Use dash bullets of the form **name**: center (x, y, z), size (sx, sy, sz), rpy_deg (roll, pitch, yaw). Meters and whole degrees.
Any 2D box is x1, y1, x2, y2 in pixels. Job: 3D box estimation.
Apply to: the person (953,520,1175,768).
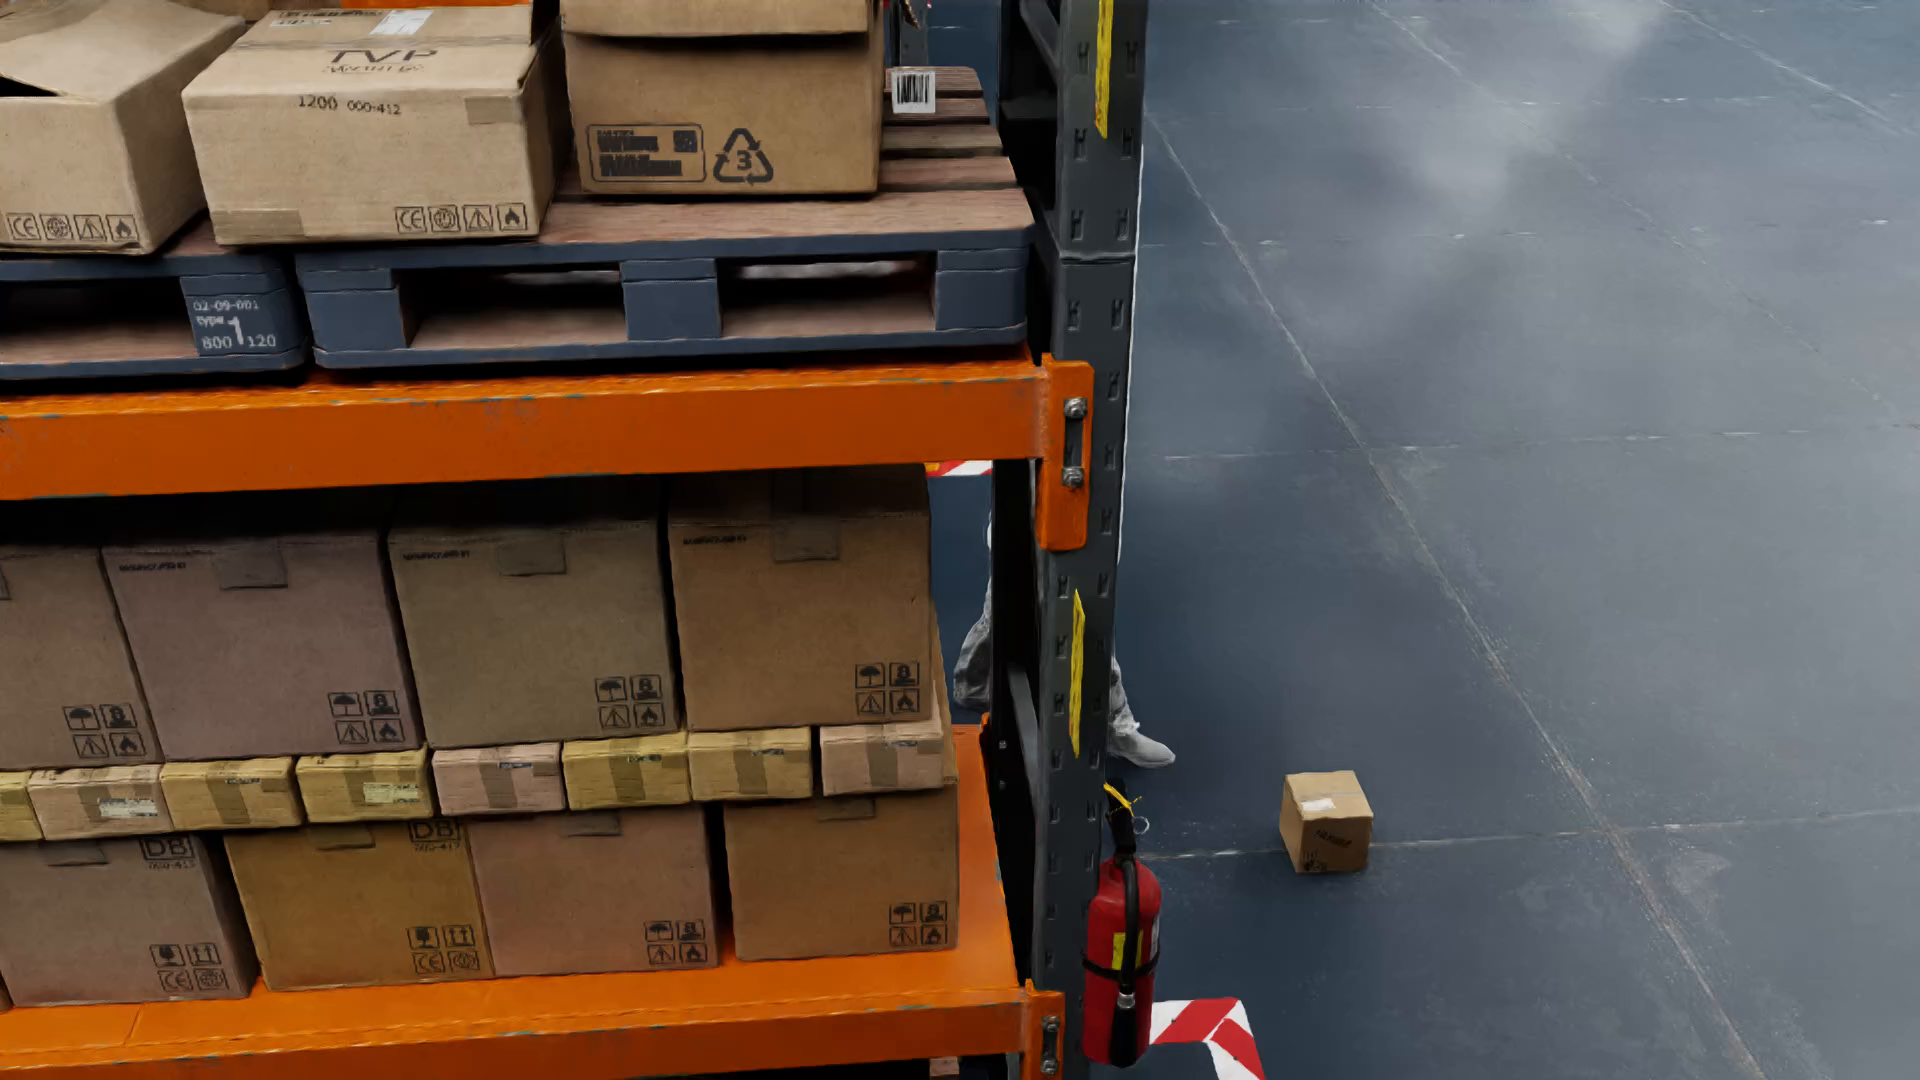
- **person**: center (0.365, 0.045, 6.045), size (0.955, 1.740, 0.536), rpy_deg (25, 39, 35)
